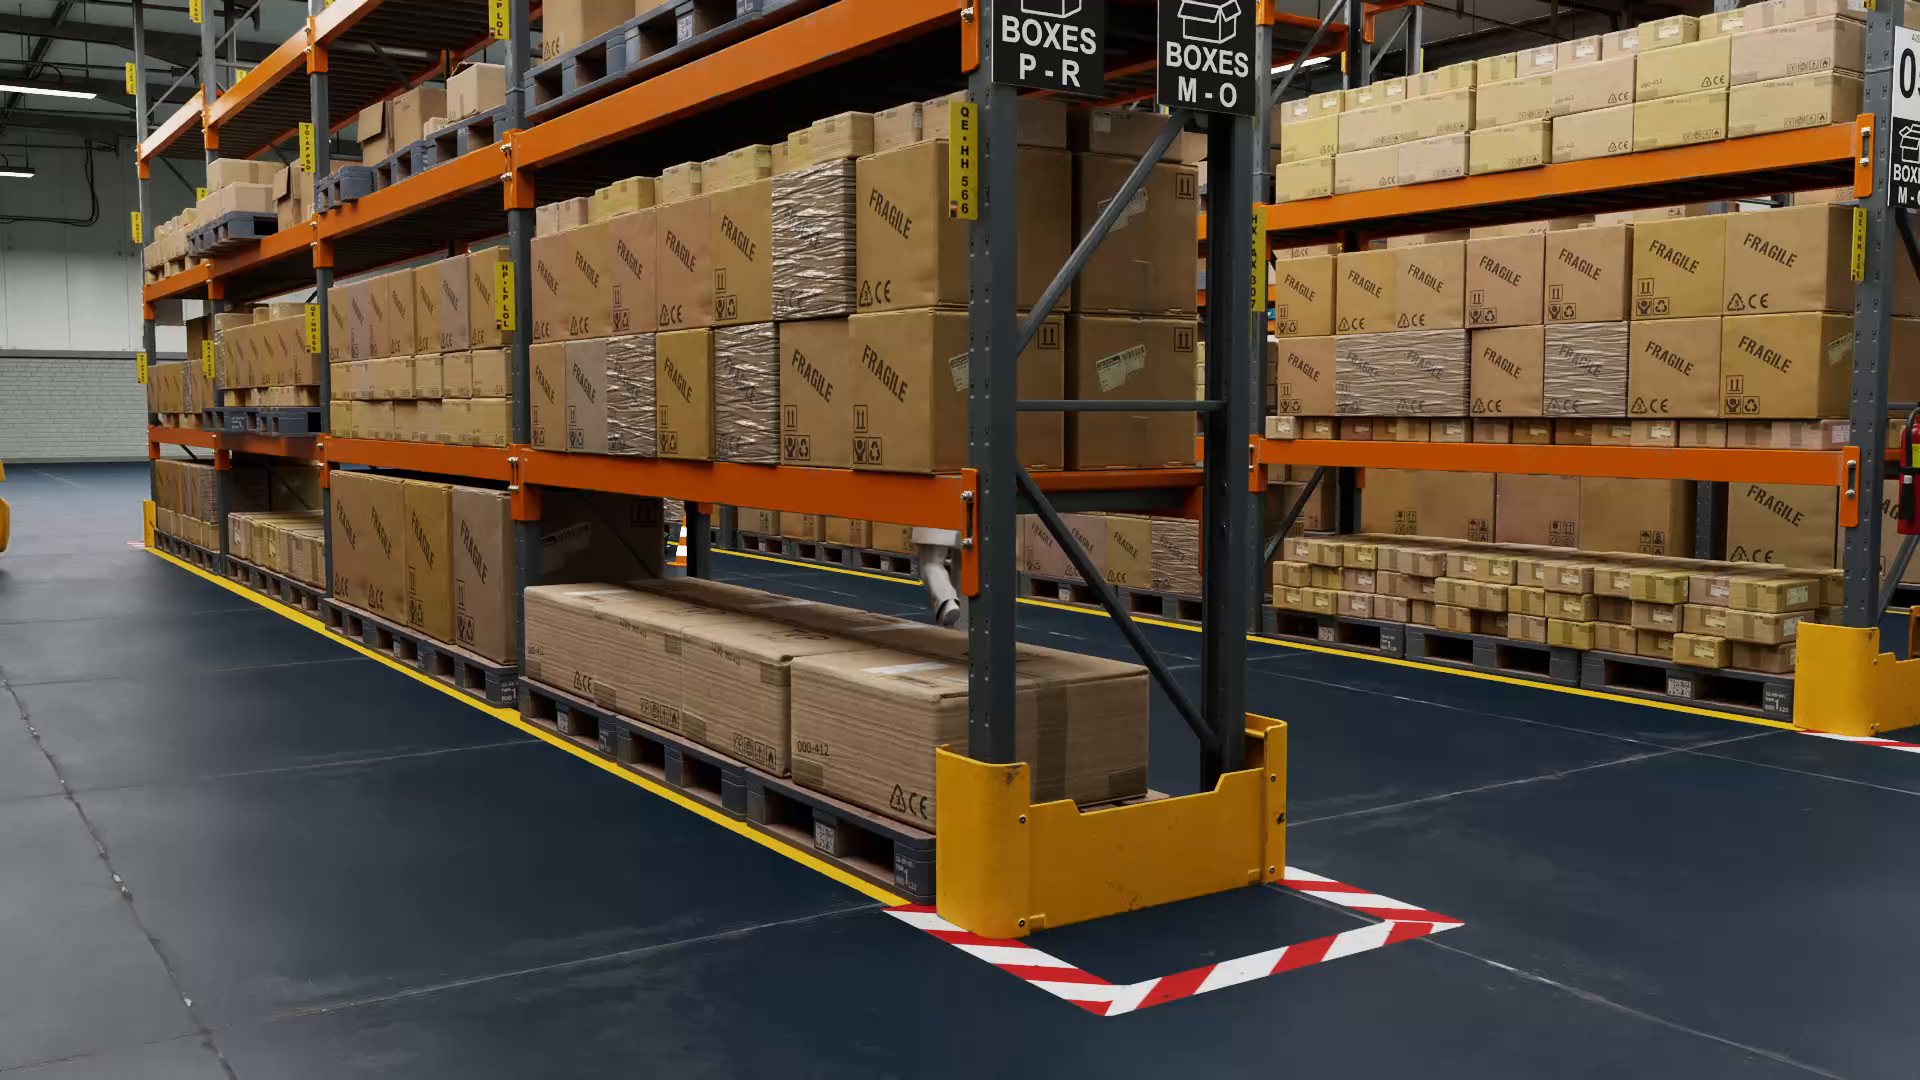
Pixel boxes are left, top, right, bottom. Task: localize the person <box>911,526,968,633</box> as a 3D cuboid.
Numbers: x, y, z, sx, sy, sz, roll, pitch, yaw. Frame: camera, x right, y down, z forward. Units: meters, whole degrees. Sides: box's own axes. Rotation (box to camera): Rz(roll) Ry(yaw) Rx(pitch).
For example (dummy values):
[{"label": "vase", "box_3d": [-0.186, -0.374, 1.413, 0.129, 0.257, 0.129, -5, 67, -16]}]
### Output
[{"label": "person", "box_3d": [-0.050, -0.205, 10.254, 0.559, 1.739, 0.958, -1, 5, -9]}]
